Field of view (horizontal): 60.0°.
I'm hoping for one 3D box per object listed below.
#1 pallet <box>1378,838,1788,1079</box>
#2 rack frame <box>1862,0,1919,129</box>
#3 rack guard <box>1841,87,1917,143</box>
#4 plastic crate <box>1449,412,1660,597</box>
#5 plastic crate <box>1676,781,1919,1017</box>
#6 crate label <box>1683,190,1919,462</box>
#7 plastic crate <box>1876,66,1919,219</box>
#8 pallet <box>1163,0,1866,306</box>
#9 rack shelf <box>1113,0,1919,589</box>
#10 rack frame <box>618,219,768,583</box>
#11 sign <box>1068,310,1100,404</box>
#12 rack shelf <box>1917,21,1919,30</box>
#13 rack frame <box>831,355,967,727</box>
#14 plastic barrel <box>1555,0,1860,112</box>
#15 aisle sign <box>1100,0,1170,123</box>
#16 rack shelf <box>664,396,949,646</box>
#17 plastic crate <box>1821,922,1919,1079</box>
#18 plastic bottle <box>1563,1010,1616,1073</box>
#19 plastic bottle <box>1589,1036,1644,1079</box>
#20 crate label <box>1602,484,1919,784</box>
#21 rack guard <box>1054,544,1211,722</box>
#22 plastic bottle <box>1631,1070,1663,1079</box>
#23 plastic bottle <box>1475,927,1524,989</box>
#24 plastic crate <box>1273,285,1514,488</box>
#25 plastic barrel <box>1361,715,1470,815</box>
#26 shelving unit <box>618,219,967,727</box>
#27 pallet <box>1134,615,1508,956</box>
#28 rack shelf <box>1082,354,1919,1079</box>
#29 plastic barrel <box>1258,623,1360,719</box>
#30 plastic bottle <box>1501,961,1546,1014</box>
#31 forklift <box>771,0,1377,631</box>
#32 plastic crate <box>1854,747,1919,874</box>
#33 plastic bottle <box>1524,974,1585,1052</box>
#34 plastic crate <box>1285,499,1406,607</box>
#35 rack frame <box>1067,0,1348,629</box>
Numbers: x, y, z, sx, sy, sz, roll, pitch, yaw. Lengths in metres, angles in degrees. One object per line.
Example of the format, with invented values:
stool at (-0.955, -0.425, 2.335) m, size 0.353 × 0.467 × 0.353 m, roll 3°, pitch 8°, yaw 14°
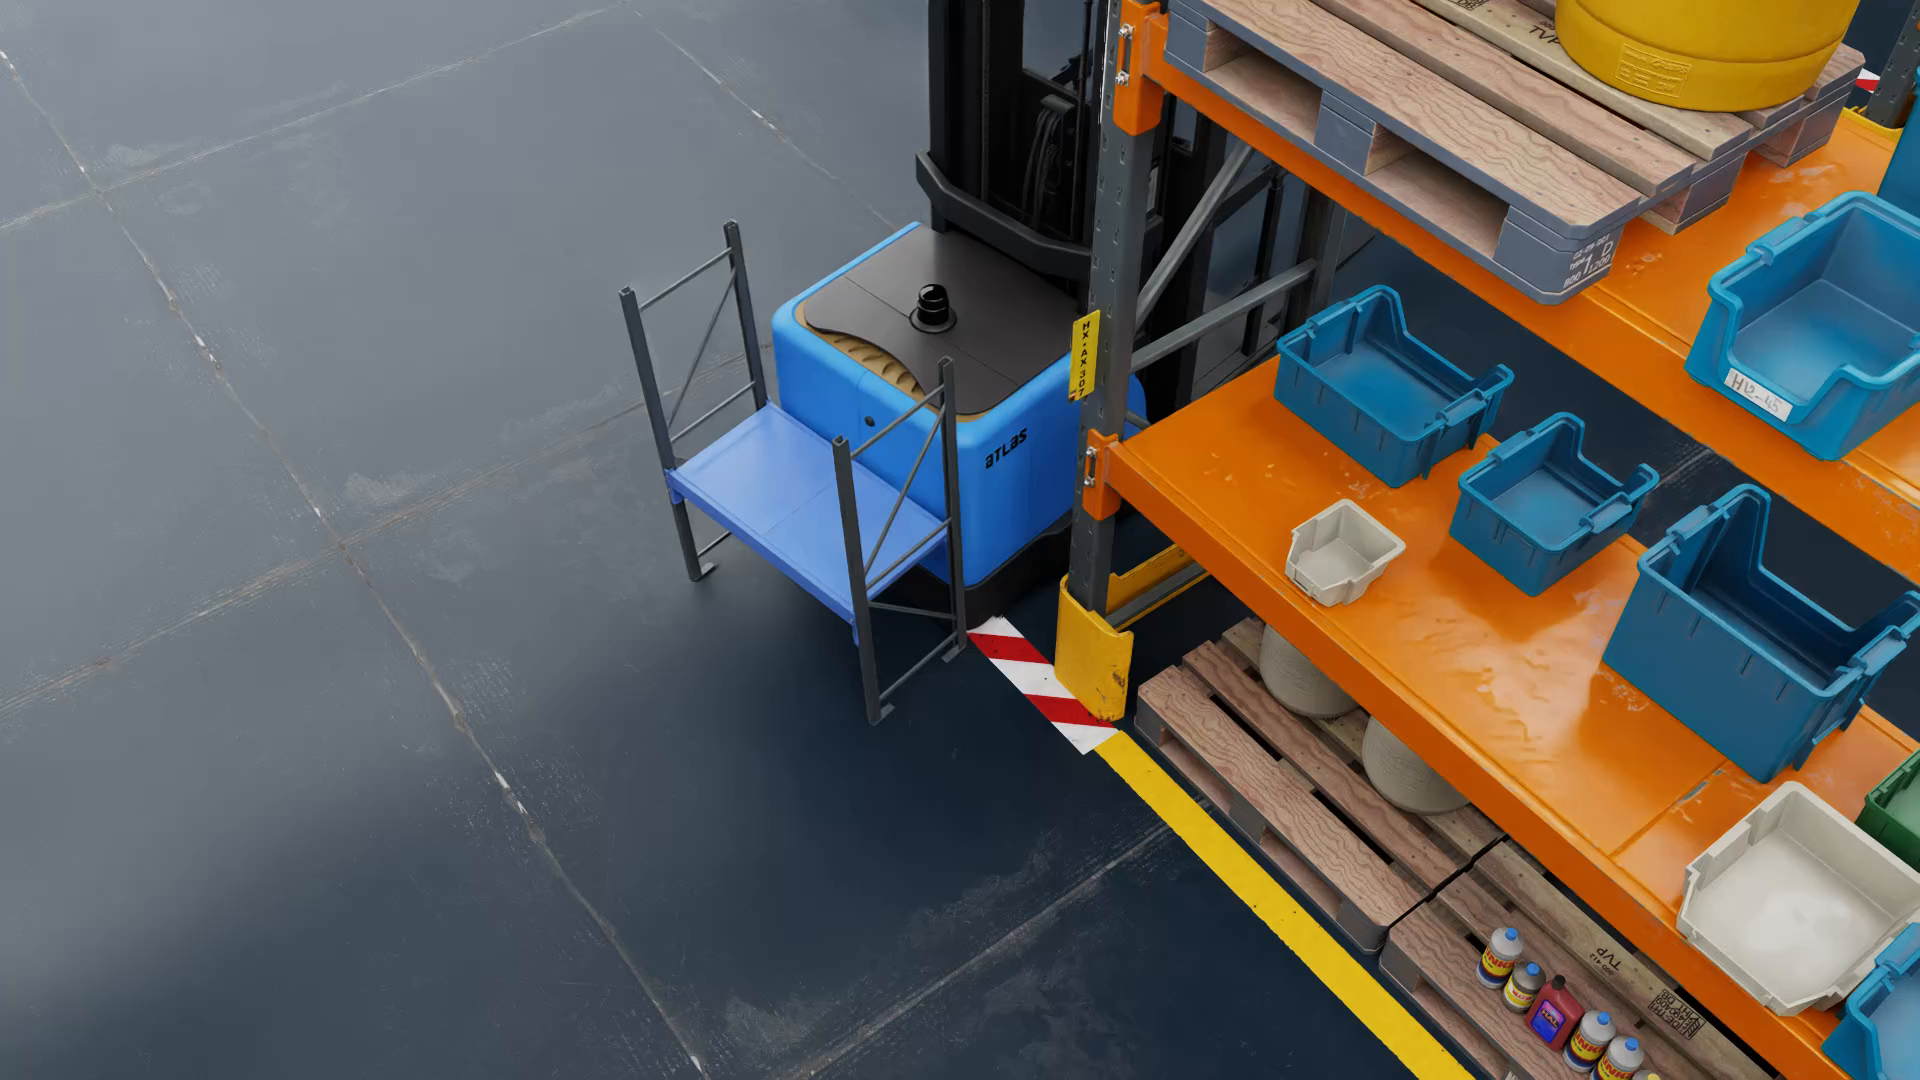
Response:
pallet at (2.121, 1.457, 5.286) m, size 1.003 × 0.211 × 1.213 m, roll -29°, pitch 54°, yaw -24°
rack frame at (4.760, -2.924, 7.375) m, size 1.000 × 3.000 × 0.127 m, roll -29°, pitch 54°, yaw -24°
rack guard at (4.746, -2.098, 8.314) m, size 1.175 × 0.500 × 0.348 m, roll -29°, pitch 54°, yaw -24°
plastic crate at (1.746, -0.108, 4.922) m, size 0.499 × 0.251 × 0.408 m, roll -29°, pitch 54°, yaw -24°
plastic crate at (2.053, 0.899, 4.087) m, size 0.530 × 0.136 × 0.437 m, roll -29°, pitch 54°, yaw -24°
crate label at (1.686, -0.410, 3.171) m, size 0.502 × 0.251 × 0.408 m, roll -29°, pitch 54°, yaw -24°
plastic crate at (2.210, -0.717, 3.360) m, size 0.392 × 0.384 × 0.575 m, roll -29°, pitch 54°, yaw -24°
pallet at (1.239, -1.116, 3.839) m, size 1.003 × 0.211 × 1.213 m, roll -29°, pitch 54°, yaw -24°
rack shelf at (2.027, -0.291, 3.449) m, size 1.077 × 0.370 × 4.000 m, roll -29°, pitch 54°, yaw -24°
rack frame at (-0.916, -0.465, 6.142) m, size 0.032 × 1.500 × 0.500 m, roll 35°, pitch 59°, yaw 28°
sign at (0.375, -0.553, 5.038) m, size 0.100 × 0.325 × 0.005 m, roll -29°, pitch 54°, yaw -24°
rack shelf at (5.971, -1.503, 6.572) m, size 1.077 × 0.370 × 4.000 m, roll -29°, pitch 54°, yaw -24°
rack frame at (-0.180, 0.054, 5.671) m, size 0.032 × 1.500 × 0.500 m, roll 35°, pitch 59°, yaw 28°
plastic barrel at (1.607, -1.301, 3.468) m, size 0.600 × 0.588 × 0.600 m, roll 0°, pitch 48°, yaw 0°
aisle sign at (0.539, -1.488, 4.319) m, size 0.394 × 0.787 × 0.004 m, roll -29°, pitch 54°, yaw -24°
rack shelf at (-0.542, -0.089, 6.044) m, size 1.000 × 0.185 × 0.538 m, roll 35°, pitch 59°, yaw 28°
plastic crate at (2.352, 1.174, 3.761) m, size 0.499 × 0.251 × 0.616 m, roll -29°, pitch 54°, yaw -24°
plastic bottle at (1.873, 1.476, 4.931) m, size 0.097 × 0.271 × 0.097 m, roll 0°, pitch 48°, yaw 0°
plastic bottle at (1.934, 1.535, 4.878) m, size 0.097 × 0.271 × 0.097 m, roll 0°, pitch 48°, yaw 0°
crate label at (2.146, 0.248, 4.475) m, size 0.502 × 0.435 × 0.616 m, roll -29°, pitch 54°, yaw -24°
rack guard at (0.899, 0.159, 6.267) m, size 1.175 × 0.500 × 0.348 m, roll -29°, pitch 54°, yaw -24°
plastic bottle at (1.994, 1.616, 4.851) m, size 0.097 × 0.201 × 0.097 m, roll 0°, pitch 48°, yaw 0°
plastic bottle at (1.666, 1.273, 5.114) m, size 0.097 × 0.271 × 0.097 m, roll 0°, pitch 48°, yaw 0°
plastic crate at (1.357, -0.493, 5.272) m, size 0.499 × 0.251 × 0.616 m, roll -29°, pitch 54°, yaw -24°
plastic barrel at (1.579, 0.640, 5.540) m, size 0.421 × 0.512 × 0.421 m, roll 0°, pitch 48°, yaw 0°
shelving unit at (-0.548, -0.205, 5.907) m, size 1.048 × 1.500 × 0.538 m, roll 35°, pitch 59°, yaw 28°
pallet at (1.387, 0.738, 5.938) m, size 1.003 × 0.211 × 1.213 m, roll -29°, pitch 54°, yaw -24°
rack shelf at (2.027, 0.717, 4.560) m, size 1.077 × 0.370 × 4.000 m, roll -29°, pitch 54°, yaw -24°
plastic barrel at (1.275, 0.344, 5.808) m, size 0.421 × 0.512 × 0.421 m, roll 0°, pitch 48°, yaw 0°
plastic bottle at (1.728, 1.358, 5.085) m, size 0.097 × 0.201 × 0.097 m, roll 0°, pitch 48°, yaw 0°
forklift at (0.670, -1.639, 6.257) m, size 1.130 × 2.935 × 3.031 m, roll 35°, pitch 57°, yaw 27°
plastic crate at (2.641, 0.799, 4.143) m, size 0.450 × 0.188 × 0.662 m, roll -29°, pitch 54°, yaw -24°
plastic bottle at (1.788, 1.411, 4.981) m, size 0.061 × 0.283 × 0.133 m, roll -29°, pitch 54°, yaw -23°
plastic crate at (1.102, 0.057, 4.851) m, size 0.298 × 0.136 × 0.250 m, roll -29°, pitch 54°, yaw -24°
rack frame at (0.816, -0.704, 5.362) m, size 1.000 × 3.000 × 0.127 m, roll -29°, pitch 54°, yaw -24°
